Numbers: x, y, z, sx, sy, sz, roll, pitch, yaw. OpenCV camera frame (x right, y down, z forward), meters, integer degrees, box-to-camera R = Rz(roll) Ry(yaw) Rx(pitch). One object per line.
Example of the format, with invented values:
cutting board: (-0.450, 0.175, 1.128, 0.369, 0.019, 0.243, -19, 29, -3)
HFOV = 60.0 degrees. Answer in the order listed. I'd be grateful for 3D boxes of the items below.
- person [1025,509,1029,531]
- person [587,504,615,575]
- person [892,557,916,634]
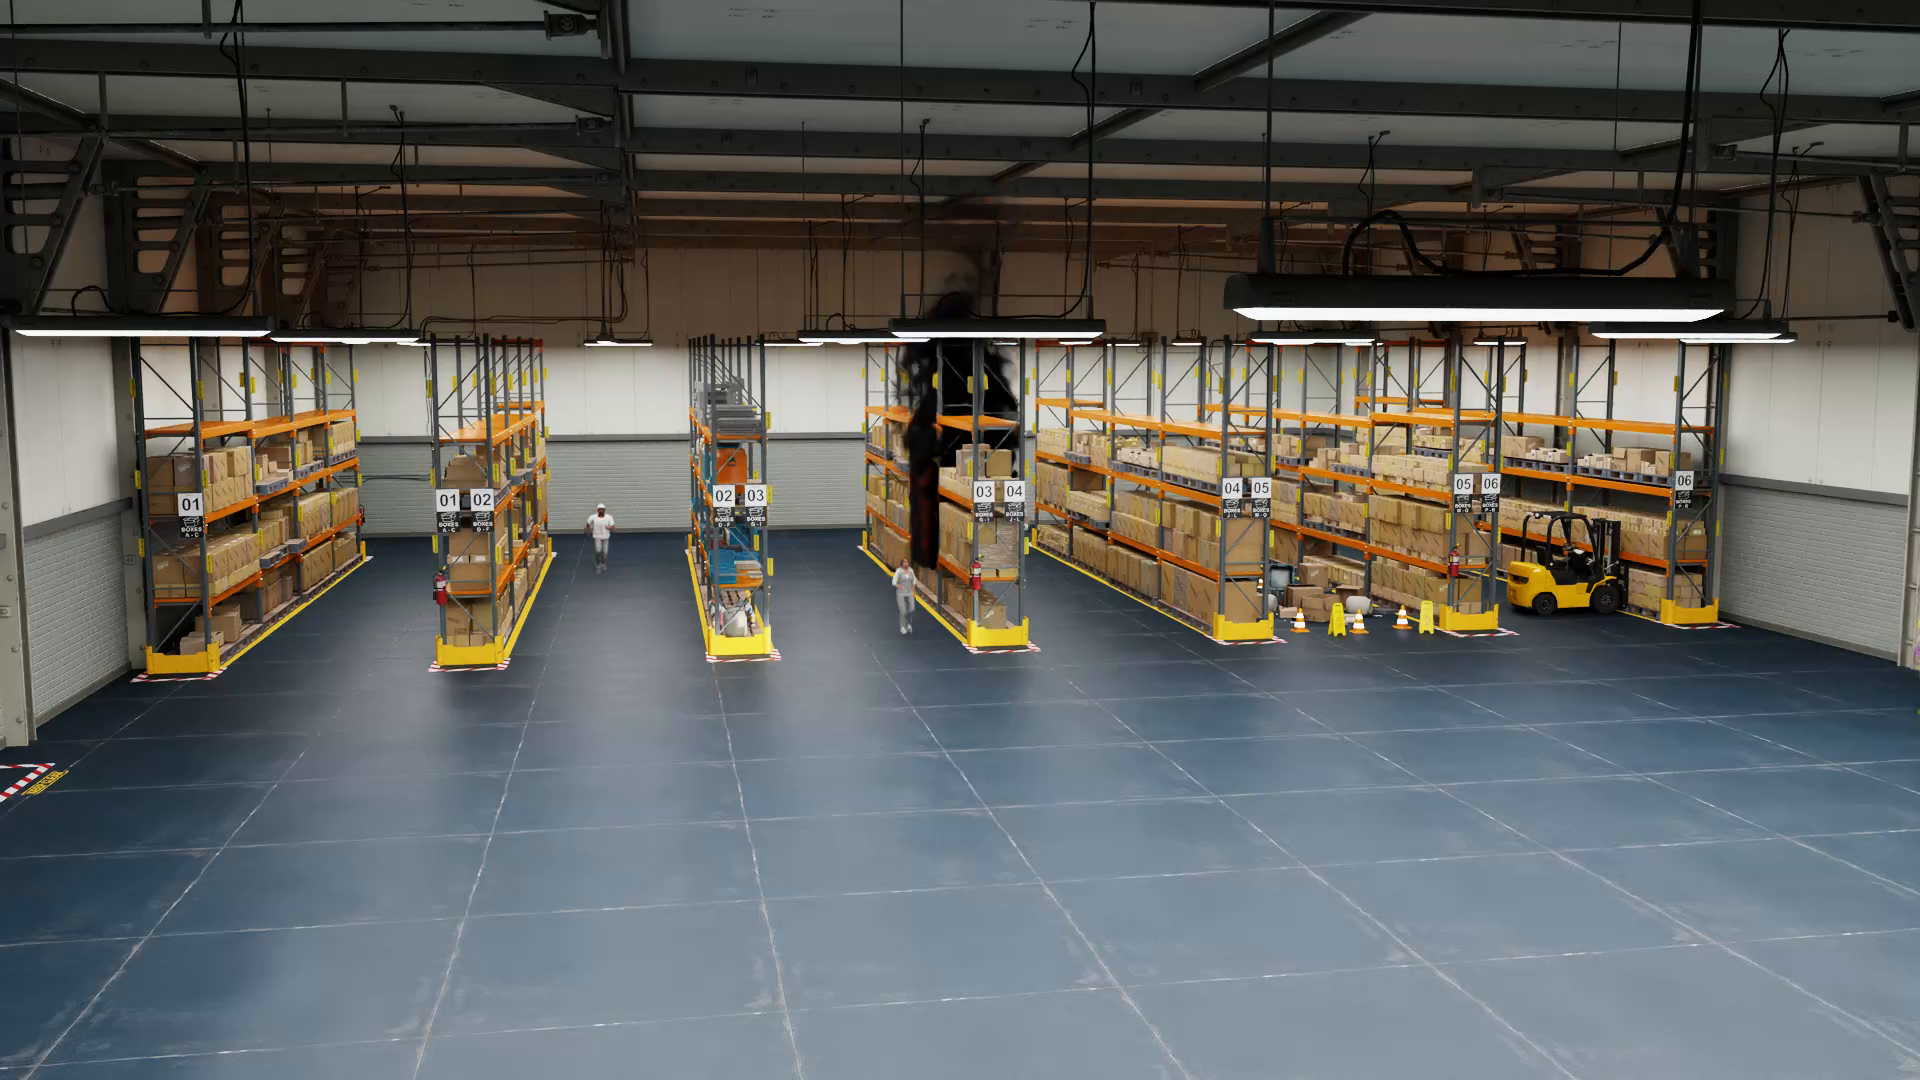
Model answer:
person: (1.517, -0.310, 45.116, 0.723, 1.741, 0.715, -1, 7, -8)
person: (-9.172, -0.019, 42.534, 0.670, 1.827, 0.757, -2, 7, -20)
person: (-1.098, 1.114, 33.388, 0.541, 1.568, 0.604, -2, 7, -16)
